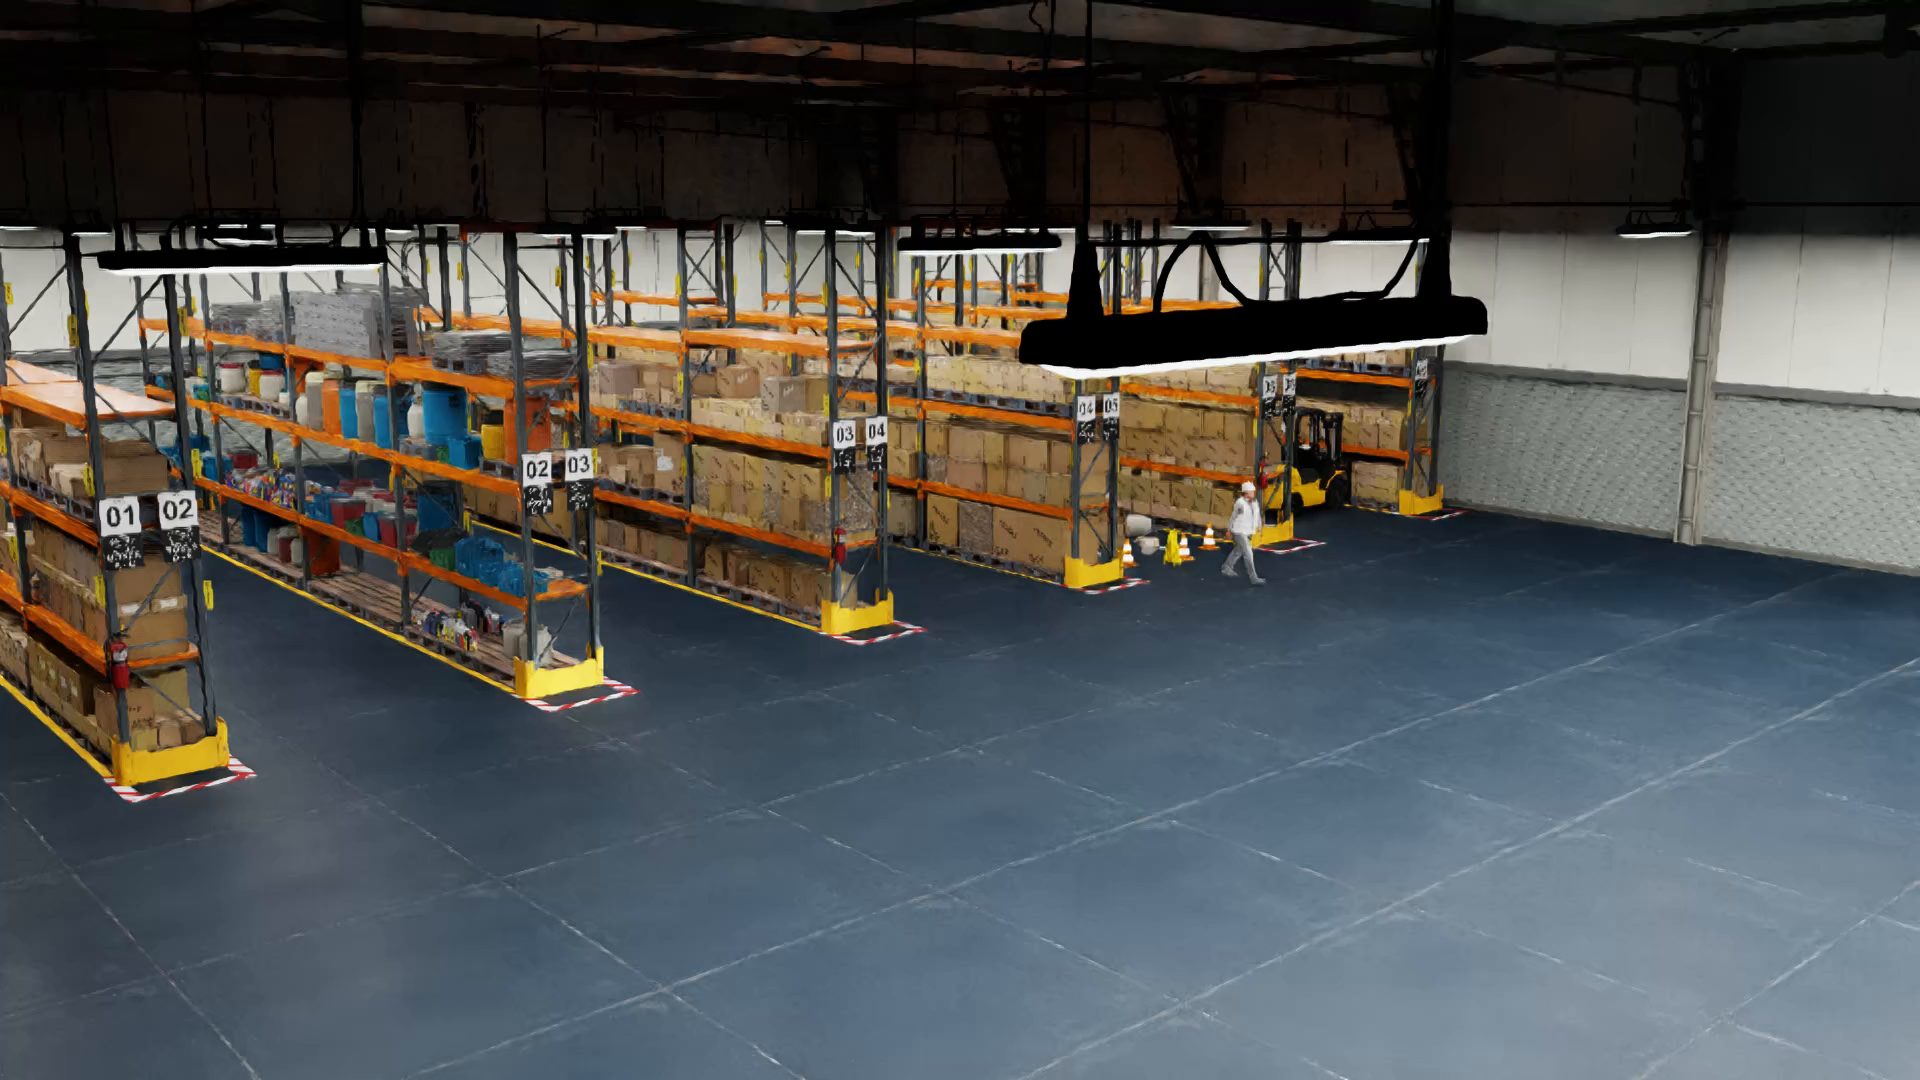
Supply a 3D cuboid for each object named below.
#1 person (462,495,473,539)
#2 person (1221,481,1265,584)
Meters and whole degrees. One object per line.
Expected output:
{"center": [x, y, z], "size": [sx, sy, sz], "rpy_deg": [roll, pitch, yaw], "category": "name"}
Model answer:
{"center": [-8.445, -0.042, 28.166], "size": [0.415, 1.517, 1.042], "rpy_deg": [-11, 16, -42], "category": "person"}
{"center": [4.869, -0.154, 28.283], "size": [0.555, 1.725, 1.029], "rpy_deg": [-10, 15, -41], "category": "person"}
